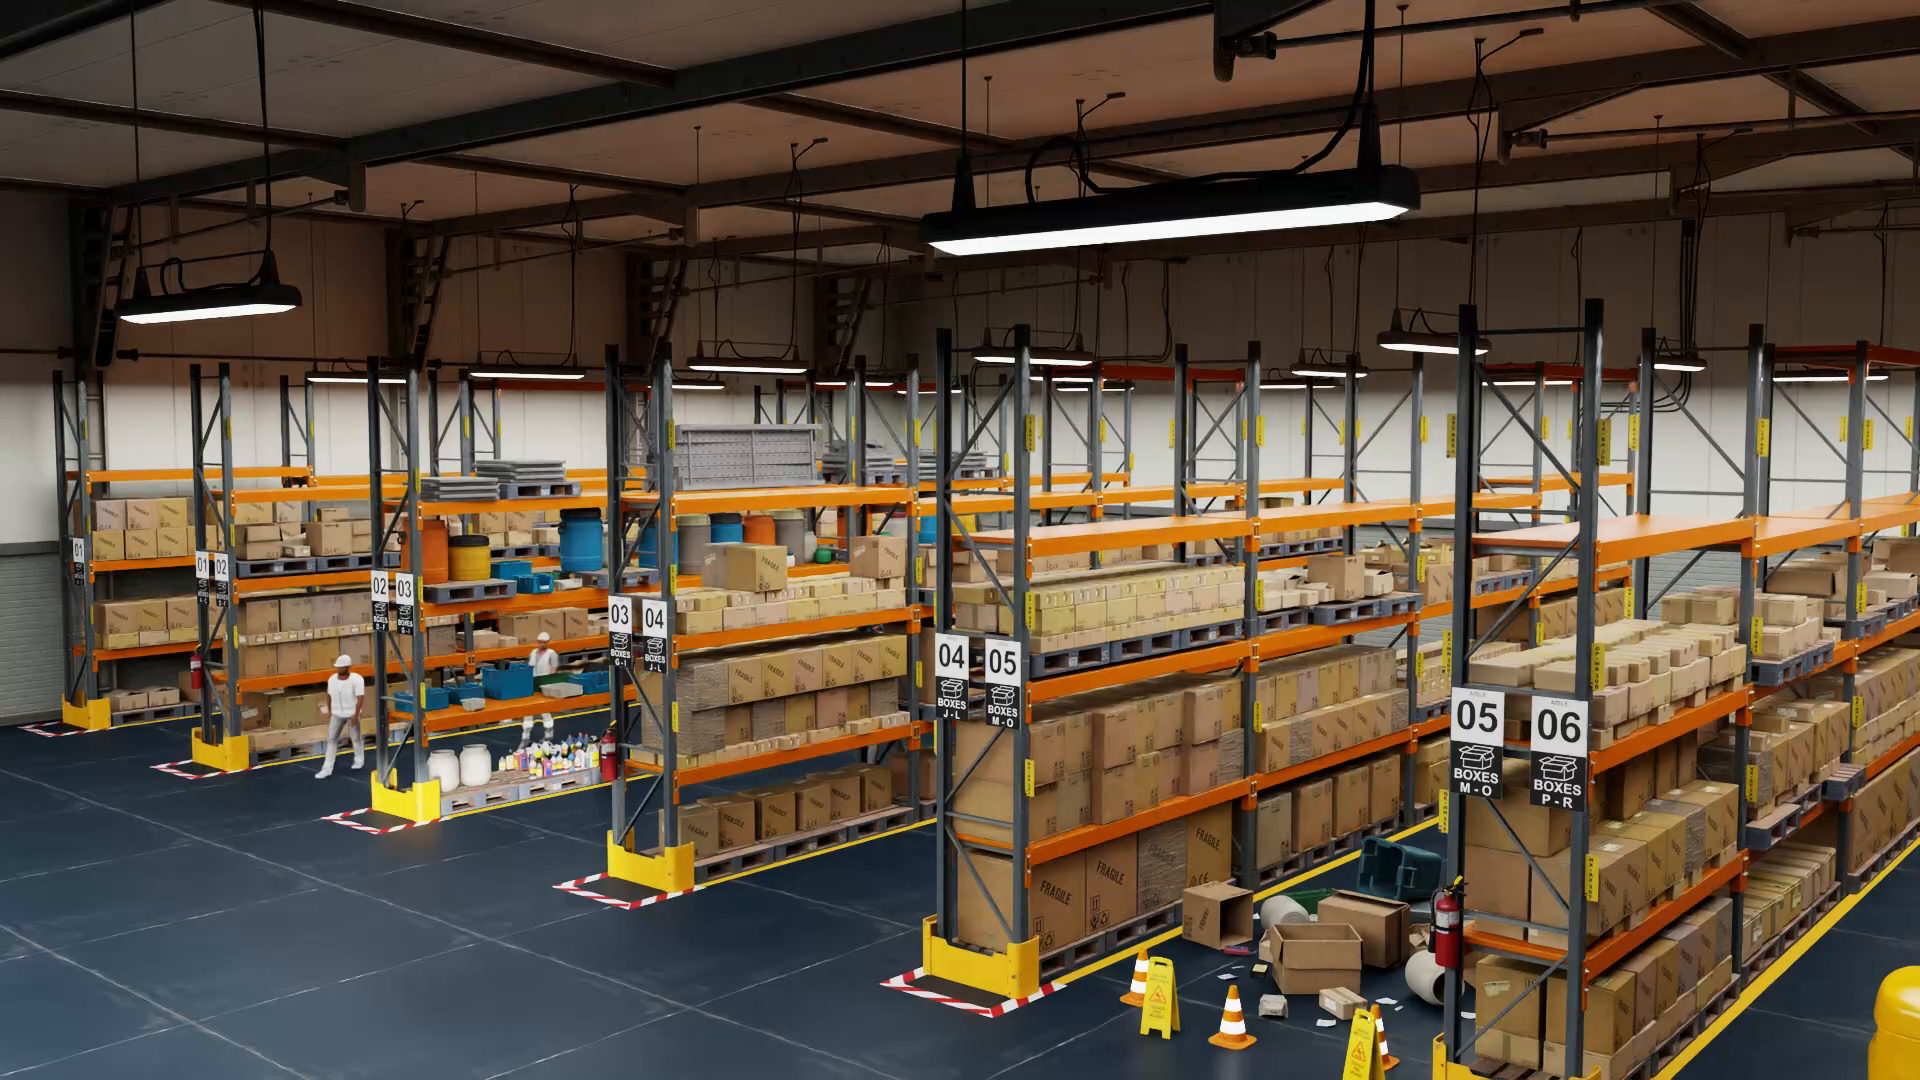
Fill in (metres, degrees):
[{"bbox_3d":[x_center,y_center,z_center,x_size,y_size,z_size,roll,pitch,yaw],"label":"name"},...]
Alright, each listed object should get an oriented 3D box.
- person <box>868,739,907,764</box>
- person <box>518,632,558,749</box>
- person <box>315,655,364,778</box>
[{"bbox_3d":[-1.128,2.590,24.055,0.905,1.637,0.472,-3,5,-39],"label":"person"},{"bbox_3d":[-6.716,2.387,26.409,0.550,1.818,0.668,1,4,14],"label":"person"},{"bbox_3d":[-8.967,2.531,24.195,0.593,1.718,0.951,0,4,0],"label":"person"}]
